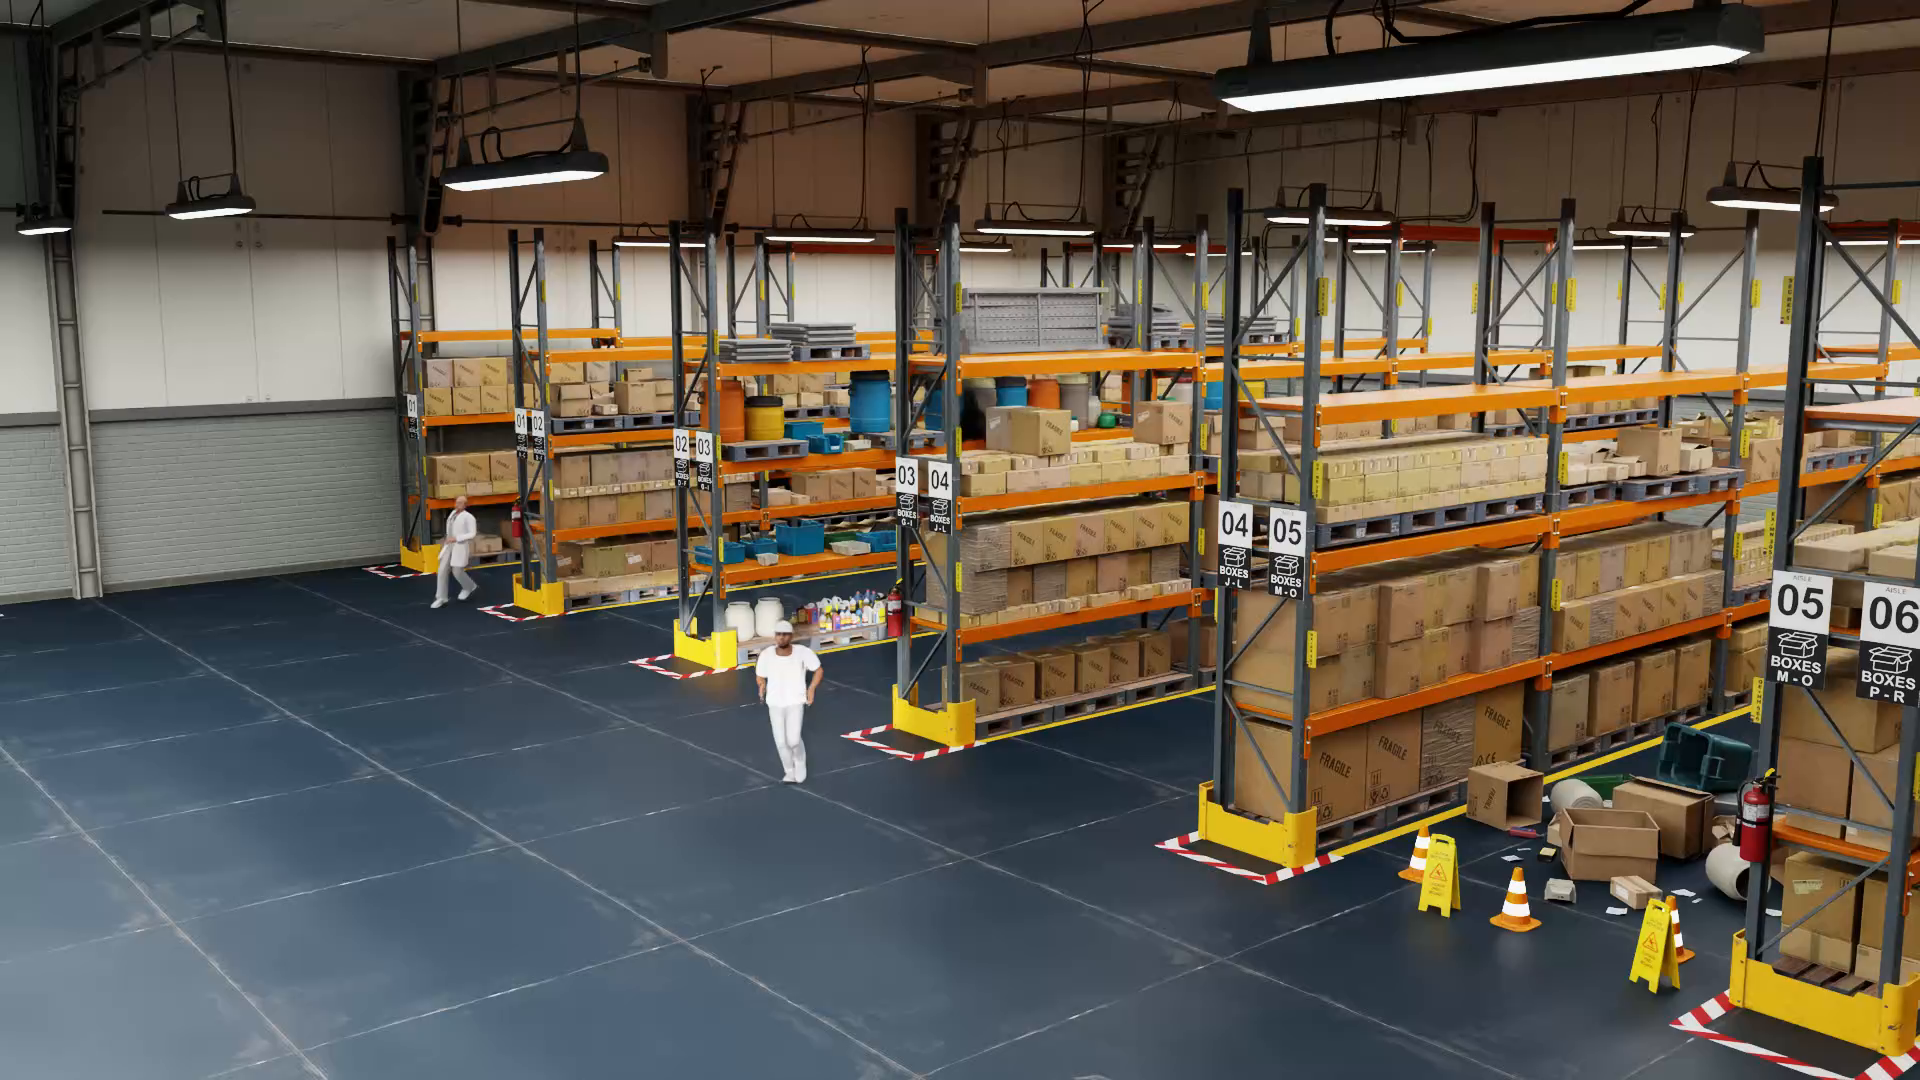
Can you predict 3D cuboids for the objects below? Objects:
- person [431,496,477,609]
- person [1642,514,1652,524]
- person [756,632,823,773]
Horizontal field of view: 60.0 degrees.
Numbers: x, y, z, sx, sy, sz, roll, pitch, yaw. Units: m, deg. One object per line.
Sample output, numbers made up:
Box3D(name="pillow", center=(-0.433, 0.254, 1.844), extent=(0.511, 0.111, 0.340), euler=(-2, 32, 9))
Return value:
Box3D(name="person", center=(-8.107, 0.177, 26.824), extent=(0.730, 1.770, 0.974), euler=(4, 10, 26))
Box3D(name="person", center=(10.763, -0.100, 26.120), extent=(0.649, 0.824, 0.637), euler=(-7, 11, -38))
Box3D(name="person", center=(-1.789, 1.672, 17.113), extent=(0.673, 1.625, 0.621), euler=(1, 9, 8))
